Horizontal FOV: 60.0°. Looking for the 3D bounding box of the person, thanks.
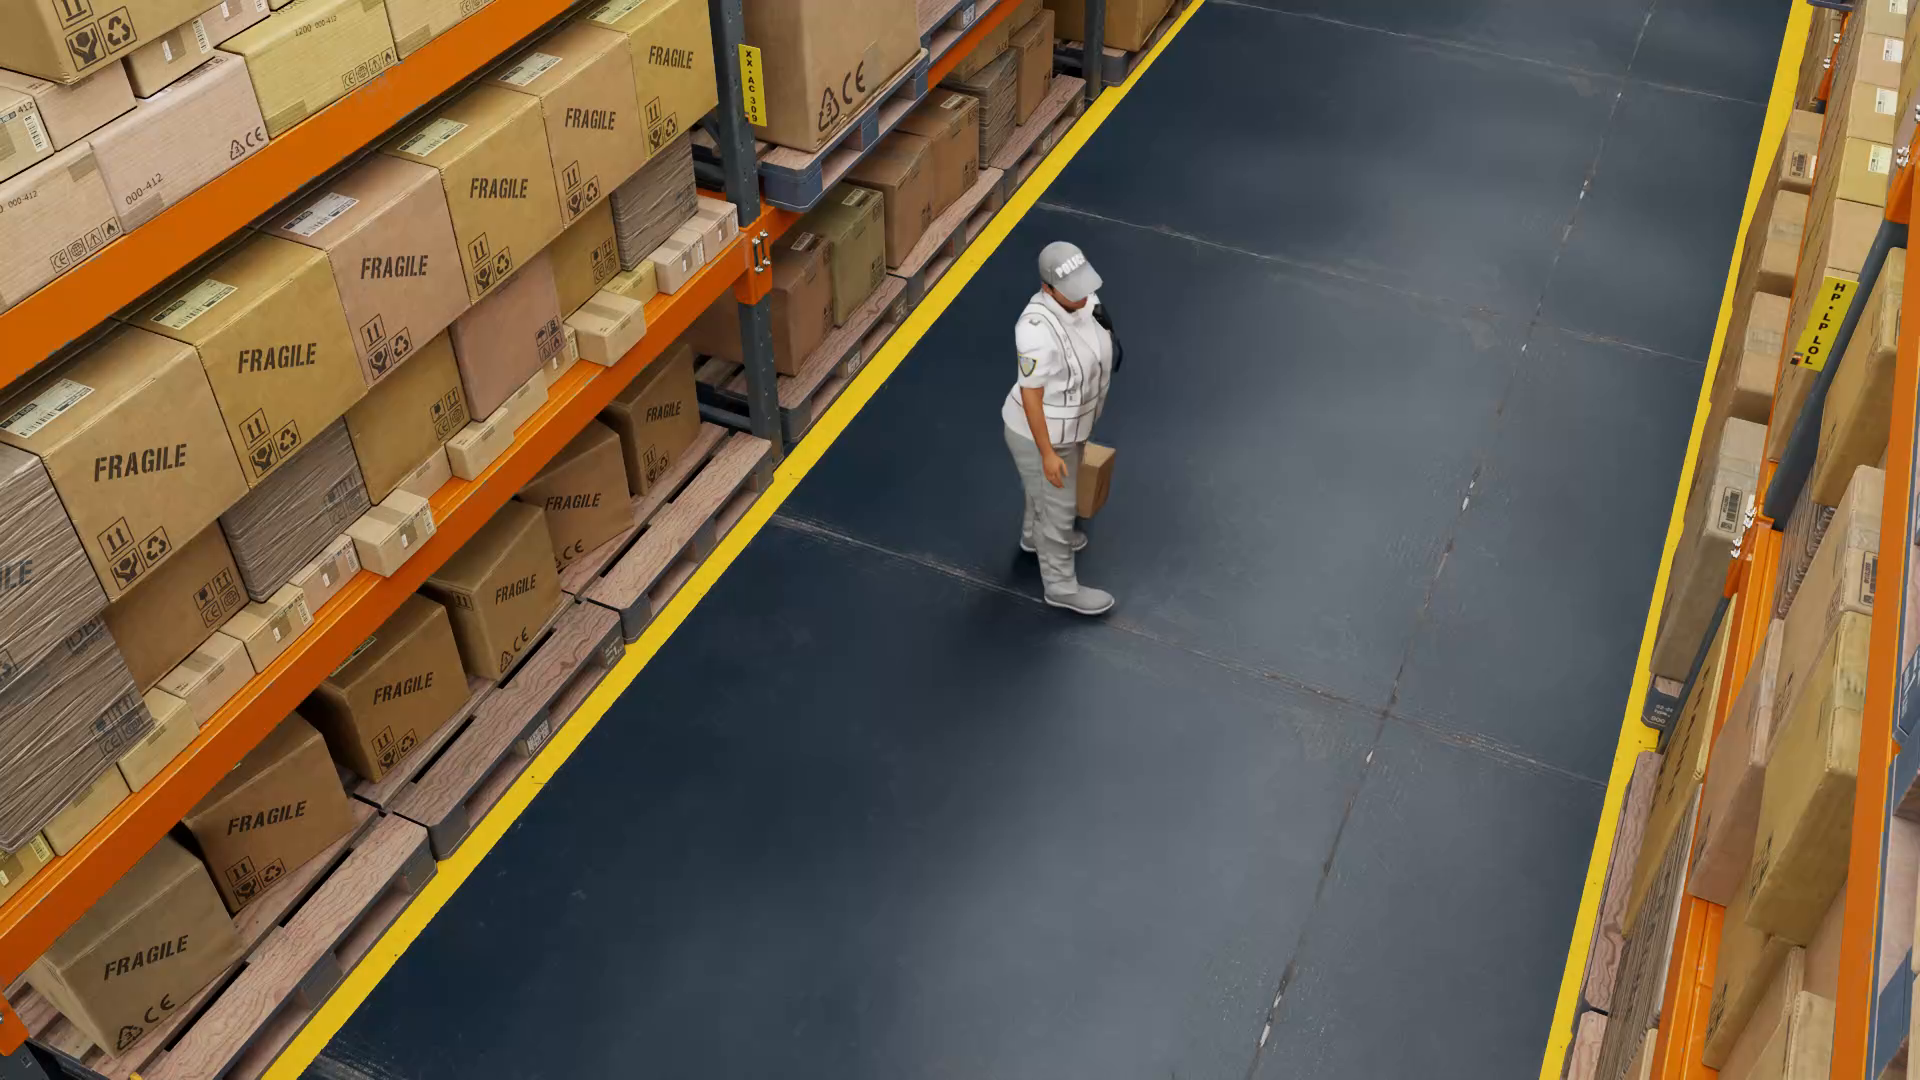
[{"bbox_3d":[0.452,-0.451,6.626,0.537,1.668,0.556,18,45,19],"label":"person"}]
